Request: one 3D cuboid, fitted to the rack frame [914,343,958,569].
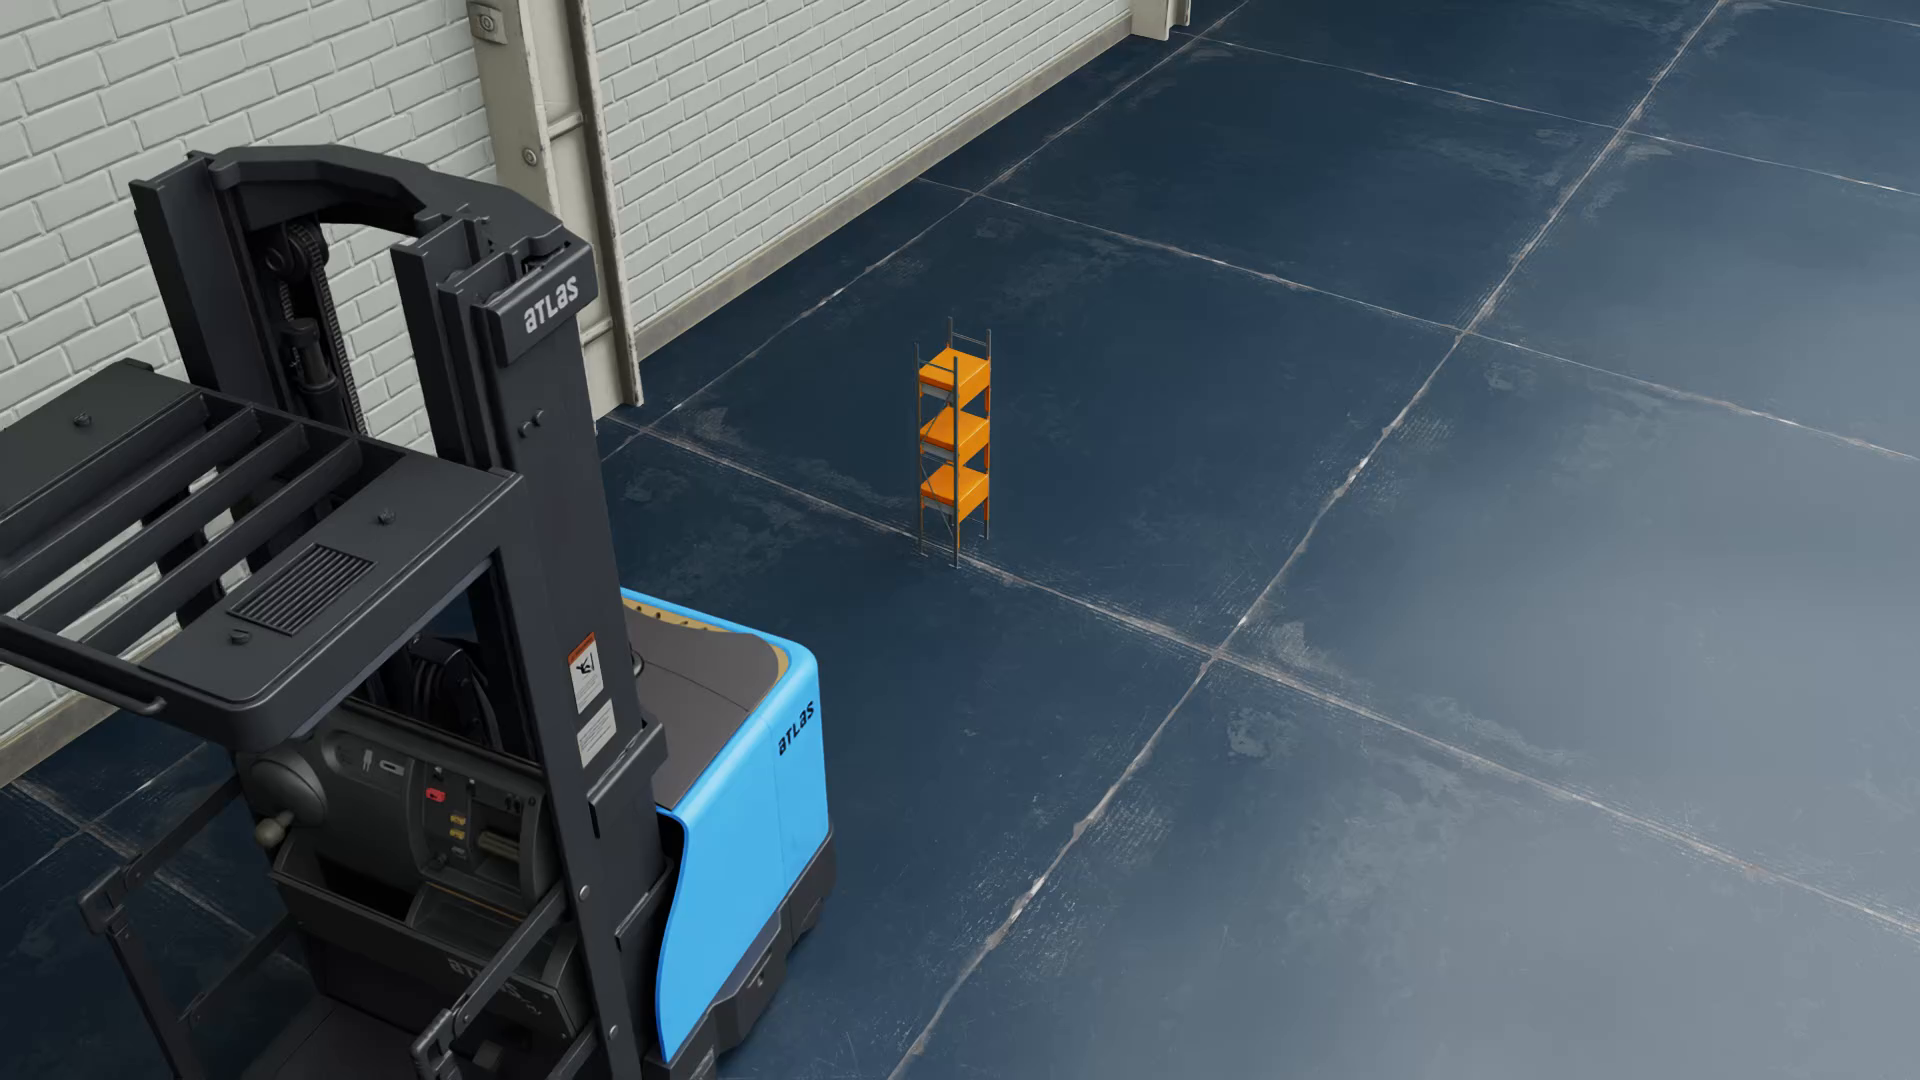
[{"bbox_3d":[-0.094,-0.325,6.812,0.200,1.050,0.008,21,42,25],"label":"rack frame"}]

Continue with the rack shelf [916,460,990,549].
[{"bbox_3d":[-0.029,-0.160,7.070,0.215,0.259,0.240,21,42,25],"label":"rack shelf"}]

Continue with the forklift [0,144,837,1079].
[{"bbox_3d":[-1.496,0.713,3.925,1.130,2.935,3.031,16,40,19],"label":"forklift"}]

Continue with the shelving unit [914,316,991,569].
[{"bbox_3d":[-0.029,-0.388,6.894,0.215,1.050,0.252,21,42,25],"label":"shelving unit"}]

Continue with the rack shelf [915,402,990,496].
[{"bbox_3d":[-0.029,-0.380,6.900,0.215,0.259,0.240,21,42,25],"label":"rack shelf"}]

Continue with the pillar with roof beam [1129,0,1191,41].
[{"bbox_3d":[5.075,-5.871,7.496,9.100,9.000,0.400,21,42,25],"label":"pillar with roof beam"}]

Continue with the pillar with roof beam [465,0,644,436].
[{"bbox_3d":[1.860,-2.778,3.483,9.100,9.000,0.400,21,42,25],"label":"pillar with roof beam"}]

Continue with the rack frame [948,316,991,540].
[{"bbox_3d":[0.037,-0.451,6.975,0.200,1.050,0.008,21,42,25],"label":"rack frame"}]

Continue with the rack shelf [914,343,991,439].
[{"bbox_3d":[-0.029,-0.605,6.727,0.215,0.259,0.240,21,42,25],"label":"rack shelf"}]
